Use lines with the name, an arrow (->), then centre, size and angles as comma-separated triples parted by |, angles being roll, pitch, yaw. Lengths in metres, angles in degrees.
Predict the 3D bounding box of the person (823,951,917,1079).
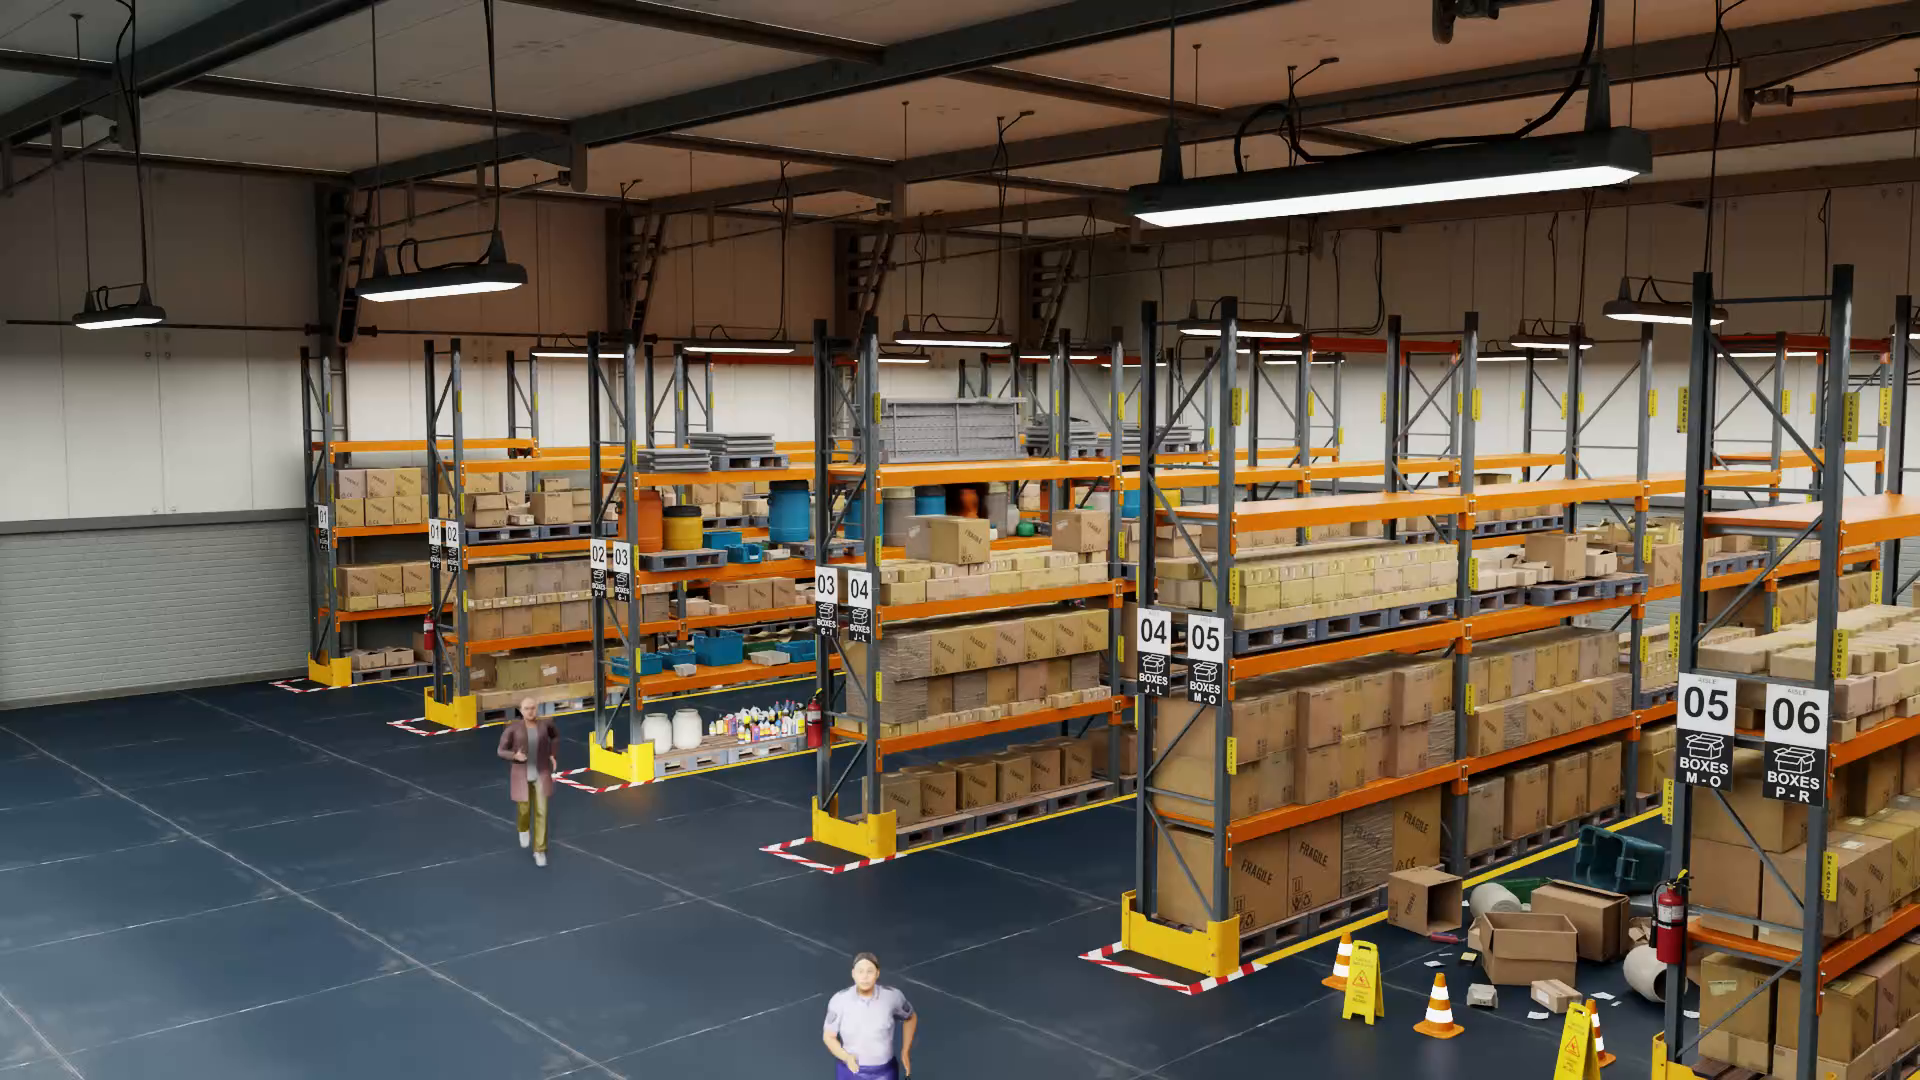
person -> -0.580, 3.433, 10.590 | 0.595, 1.609, 0.556 | 0, 5, 2

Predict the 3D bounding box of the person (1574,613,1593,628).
person -> 11.172, 1.621, 30.437 | 0.672, 1.754, 0.732 | -1, 5, -14

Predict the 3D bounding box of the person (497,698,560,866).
person -> -4.737, 2.632, 18.379 | 0.707, 1.769, 0.996 | -2, 5, -21
